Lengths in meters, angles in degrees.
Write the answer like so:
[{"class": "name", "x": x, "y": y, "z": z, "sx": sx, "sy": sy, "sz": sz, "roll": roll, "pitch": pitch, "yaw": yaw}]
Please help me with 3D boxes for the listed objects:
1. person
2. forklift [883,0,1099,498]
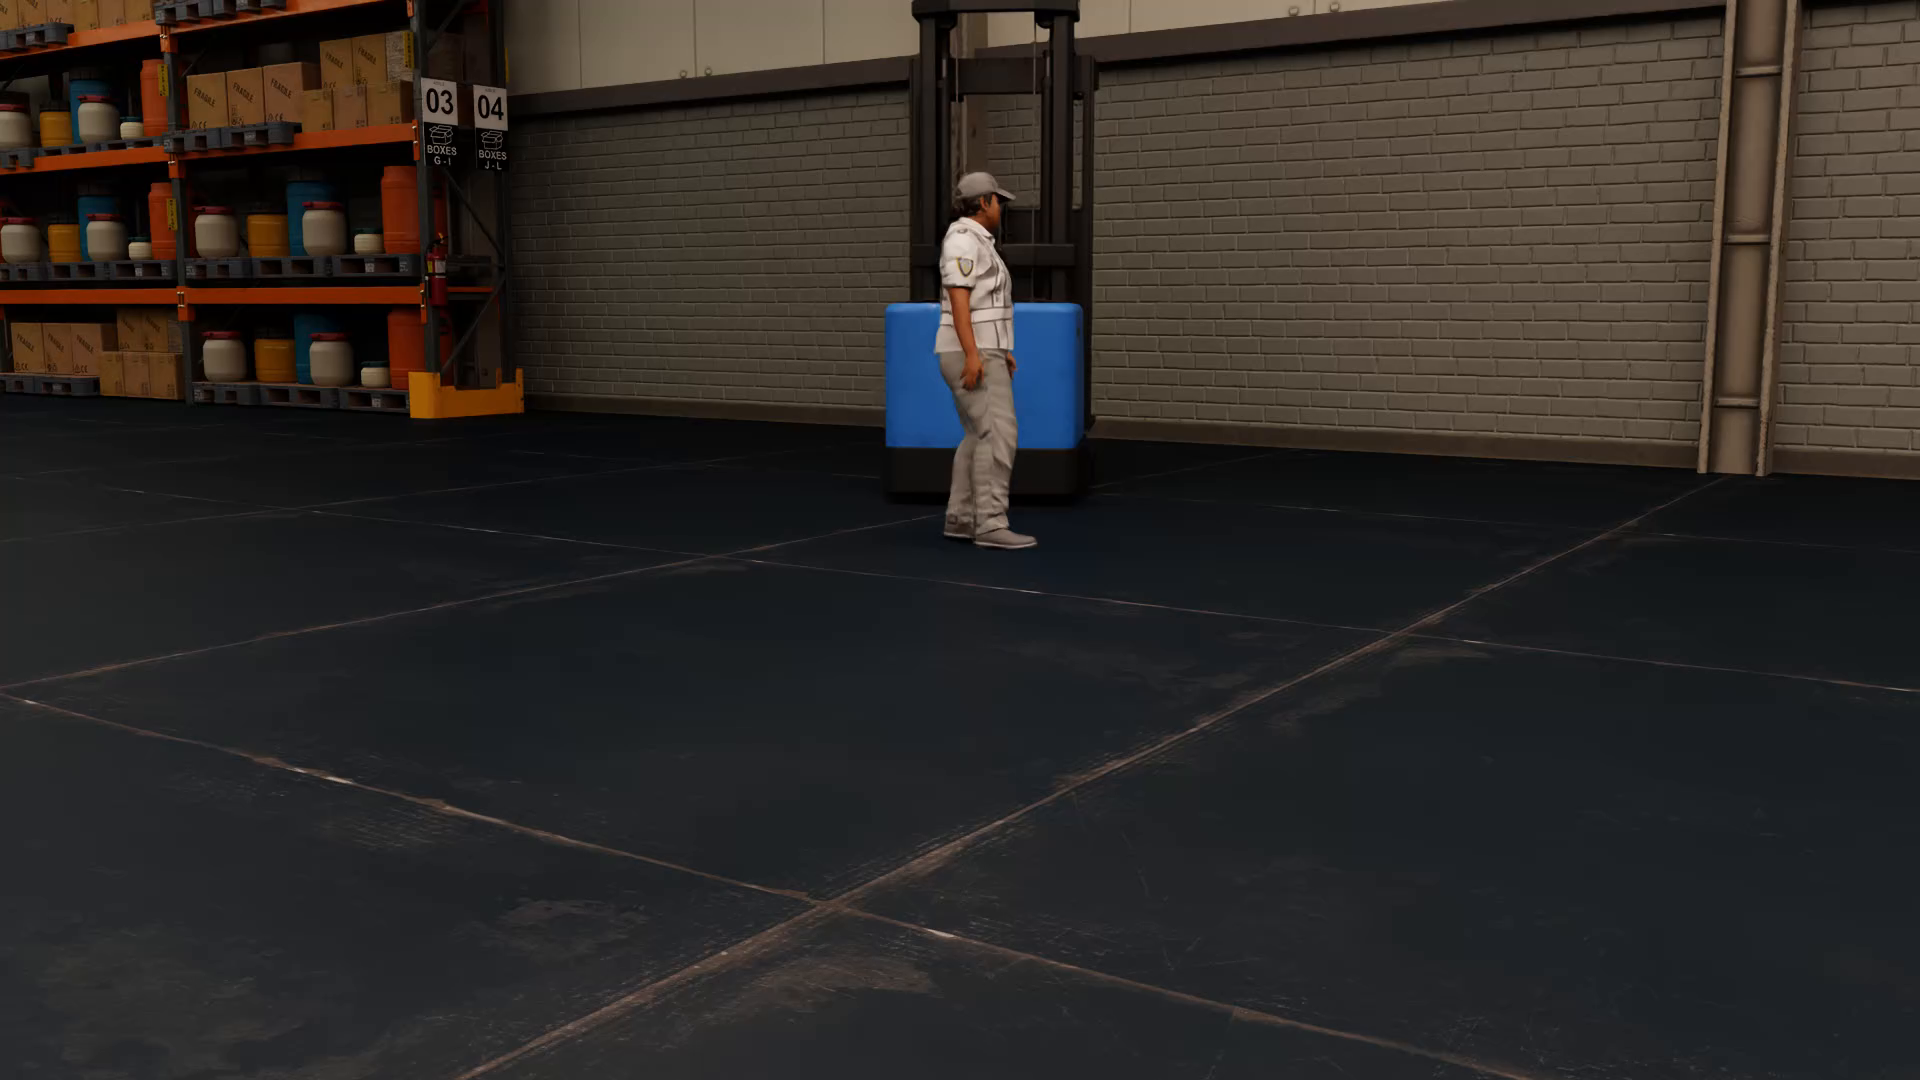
[{"class": "person", "x": 0.114, "y": -0.814, "z": 7.472, "sx": 0.469, "sy": 1.654, "sz": 0.649, "roll": 0, "pitch": 8, "yaw": 2}, {"class": "forklift", "x": 0.275, "y": -1.838, "z": 10.118, "sx": 1.130, "sy": 2.935, "sz": 3.031, "roll": 1, "pitch": 8, "yaw": 7}]
